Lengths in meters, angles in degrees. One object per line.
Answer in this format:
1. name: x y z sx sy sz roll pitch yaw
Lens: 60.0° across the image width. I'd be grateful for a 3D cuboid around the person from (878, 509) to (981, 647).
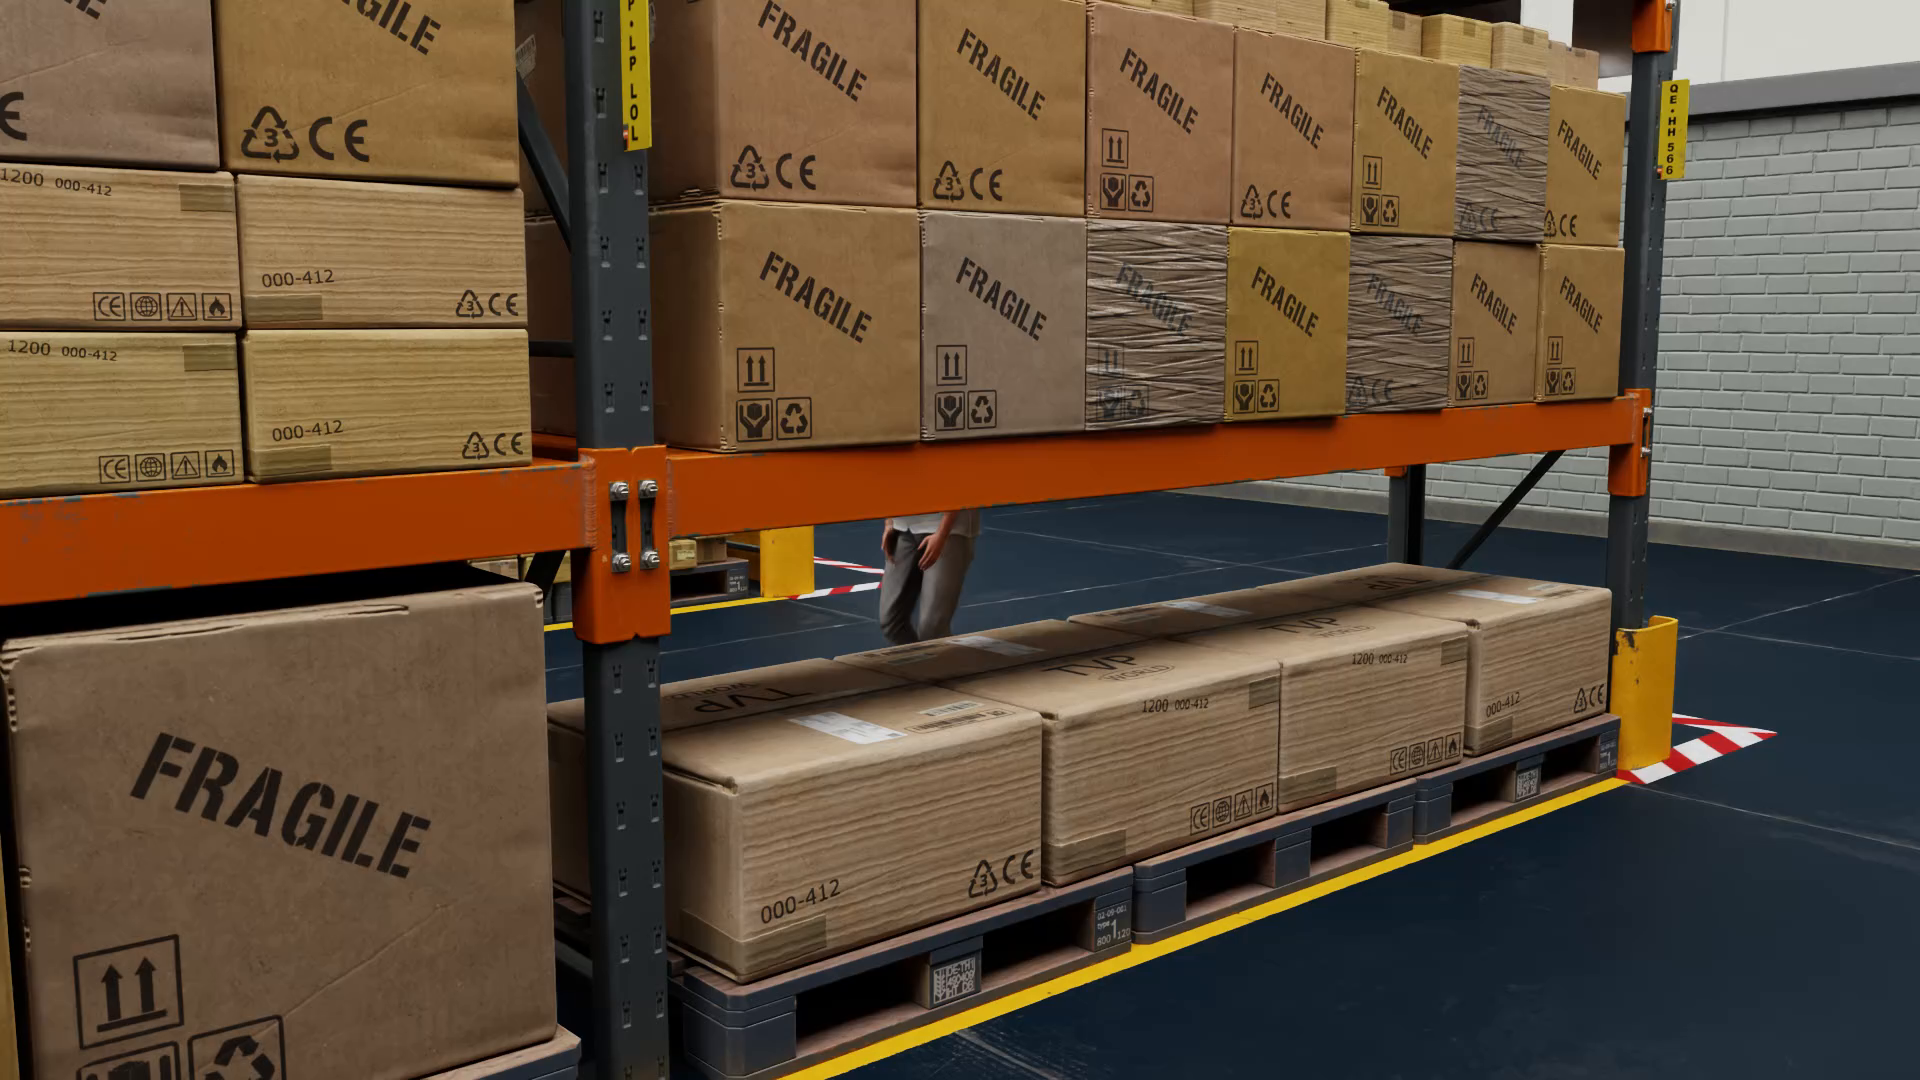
1. person: -0.105 0.000 6.078 0.382 1.542 0.426 -6 10 -39
